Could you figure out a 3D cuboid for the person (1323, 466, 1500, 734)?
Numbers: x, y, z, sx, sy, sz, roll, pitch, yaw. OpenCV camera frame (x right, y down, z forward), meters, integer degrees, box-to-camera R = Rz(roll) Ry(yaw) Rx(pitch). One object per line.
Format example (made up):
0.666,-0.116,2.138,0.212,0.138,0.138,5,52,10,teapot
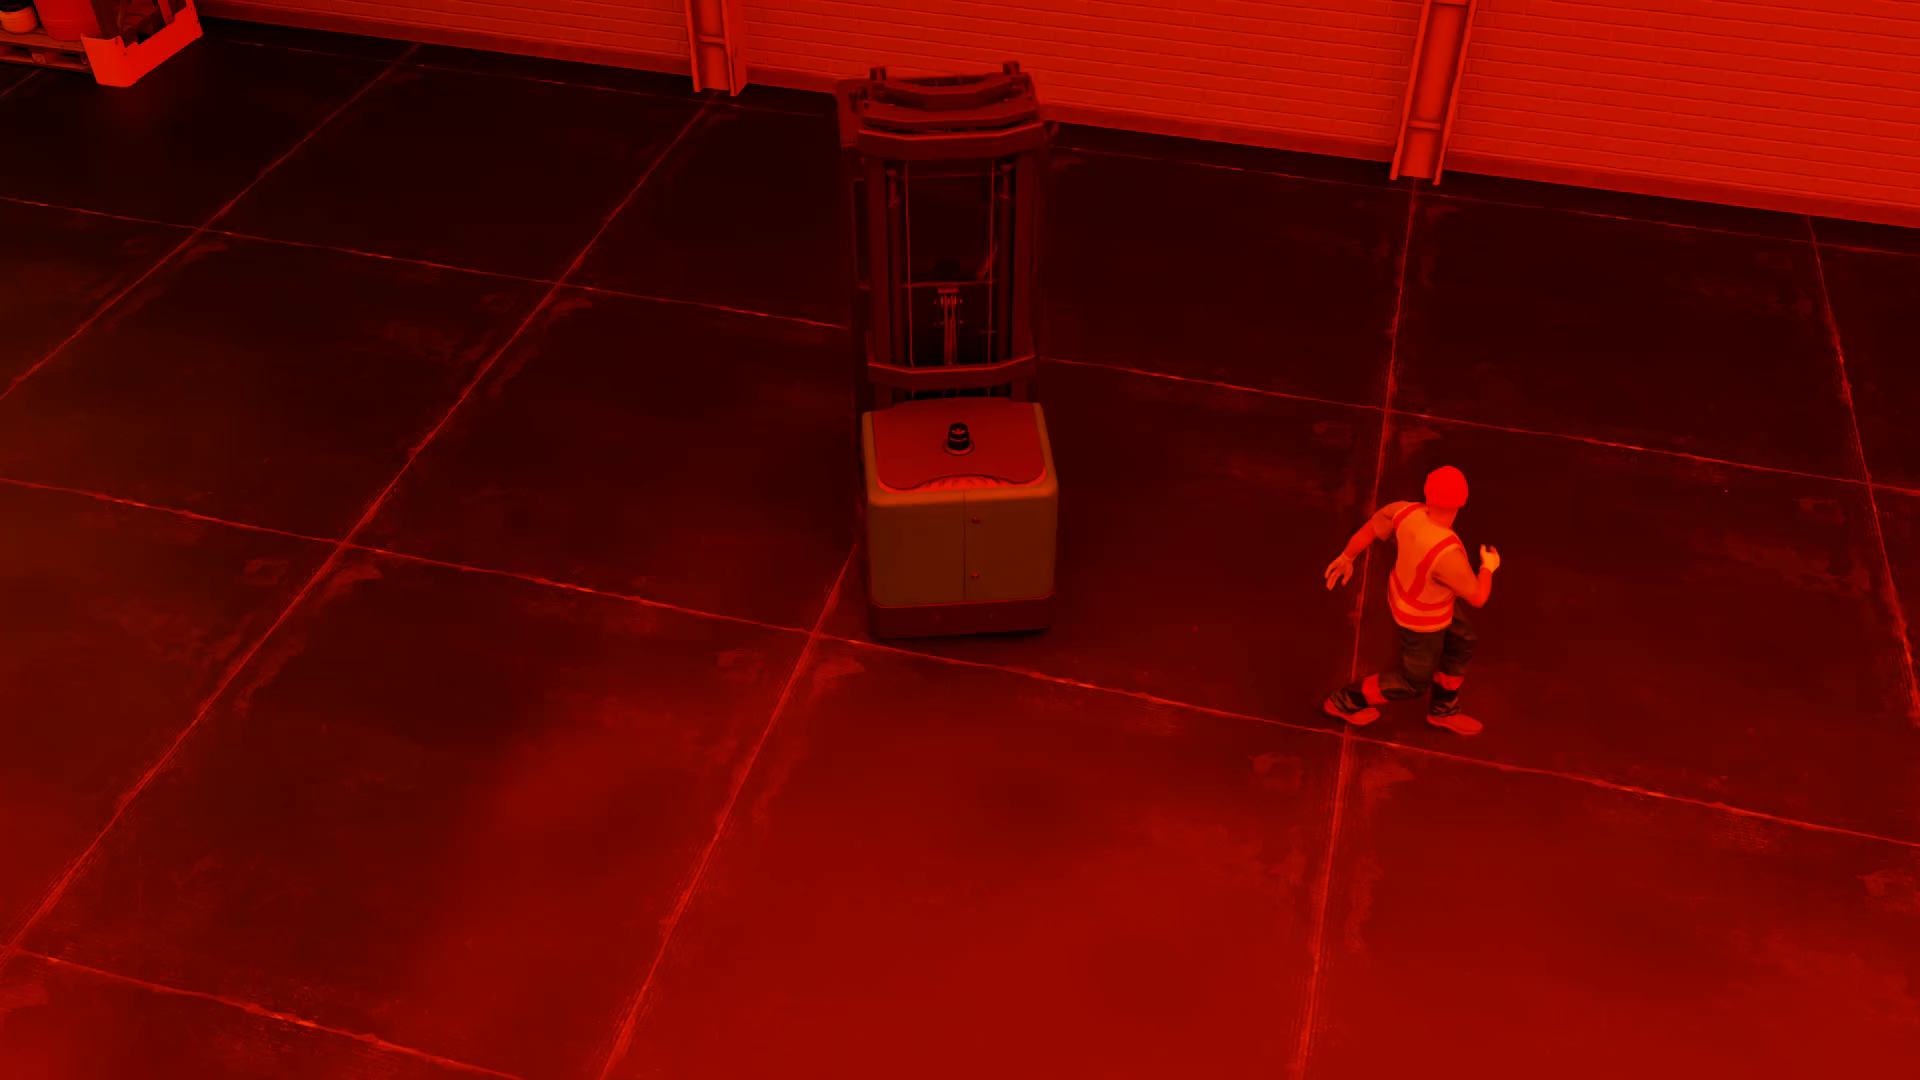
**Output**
2.347,0.326,8.451,0.933,1.698,0.569,2,41,2,person

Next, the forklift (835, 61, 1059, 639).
-0.109,-1.512,9.586,1.130,2.935,3.031,-3,41,-4,forklift
